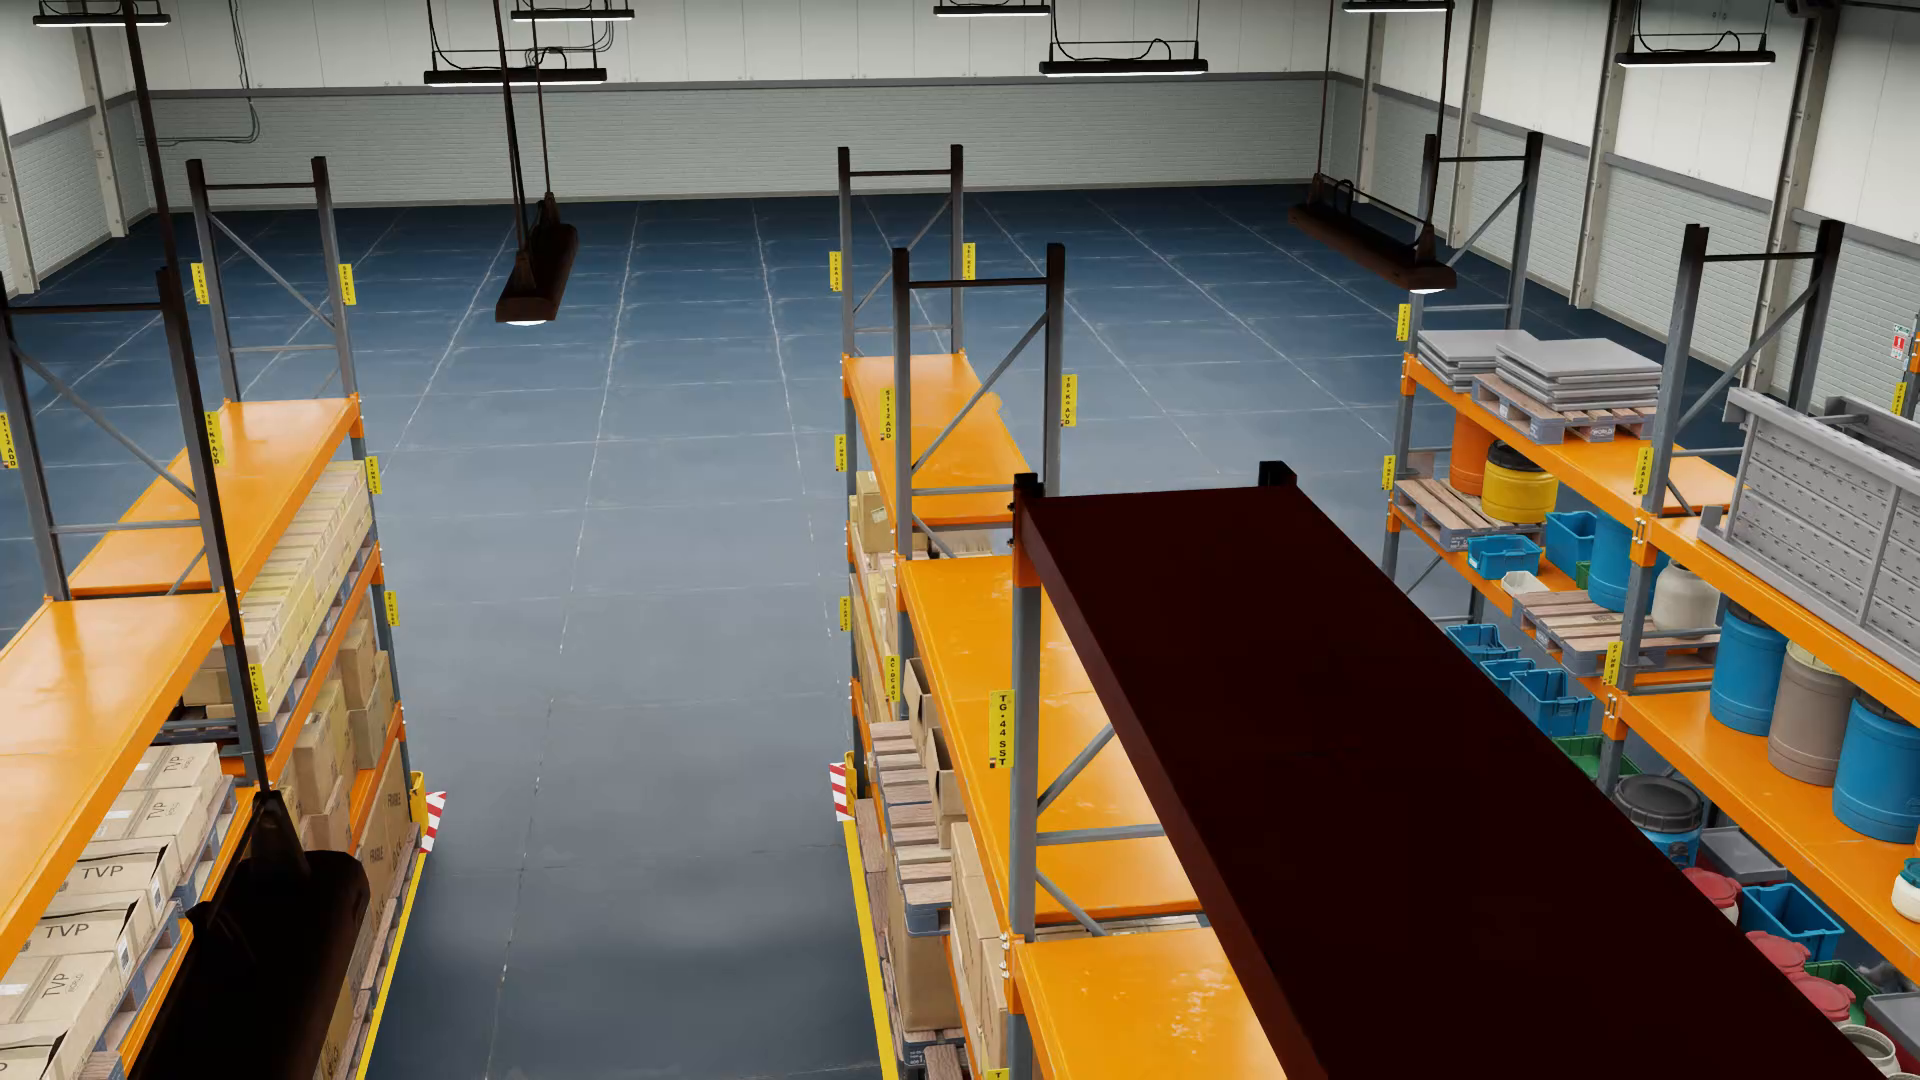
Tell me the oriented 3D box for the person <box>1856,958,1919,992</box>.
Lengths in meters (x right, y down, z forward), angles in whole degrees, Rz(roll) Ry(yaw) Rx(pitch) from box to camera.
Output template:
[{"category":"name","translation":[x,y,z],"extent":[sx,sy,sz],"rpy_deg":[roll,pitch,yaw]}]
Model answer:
[{"category":"person","translation":[7.097,2.788,12.251],"extent":[0.618,1.651,1.006],"rpy_deg":[-2,22,-6]}]
